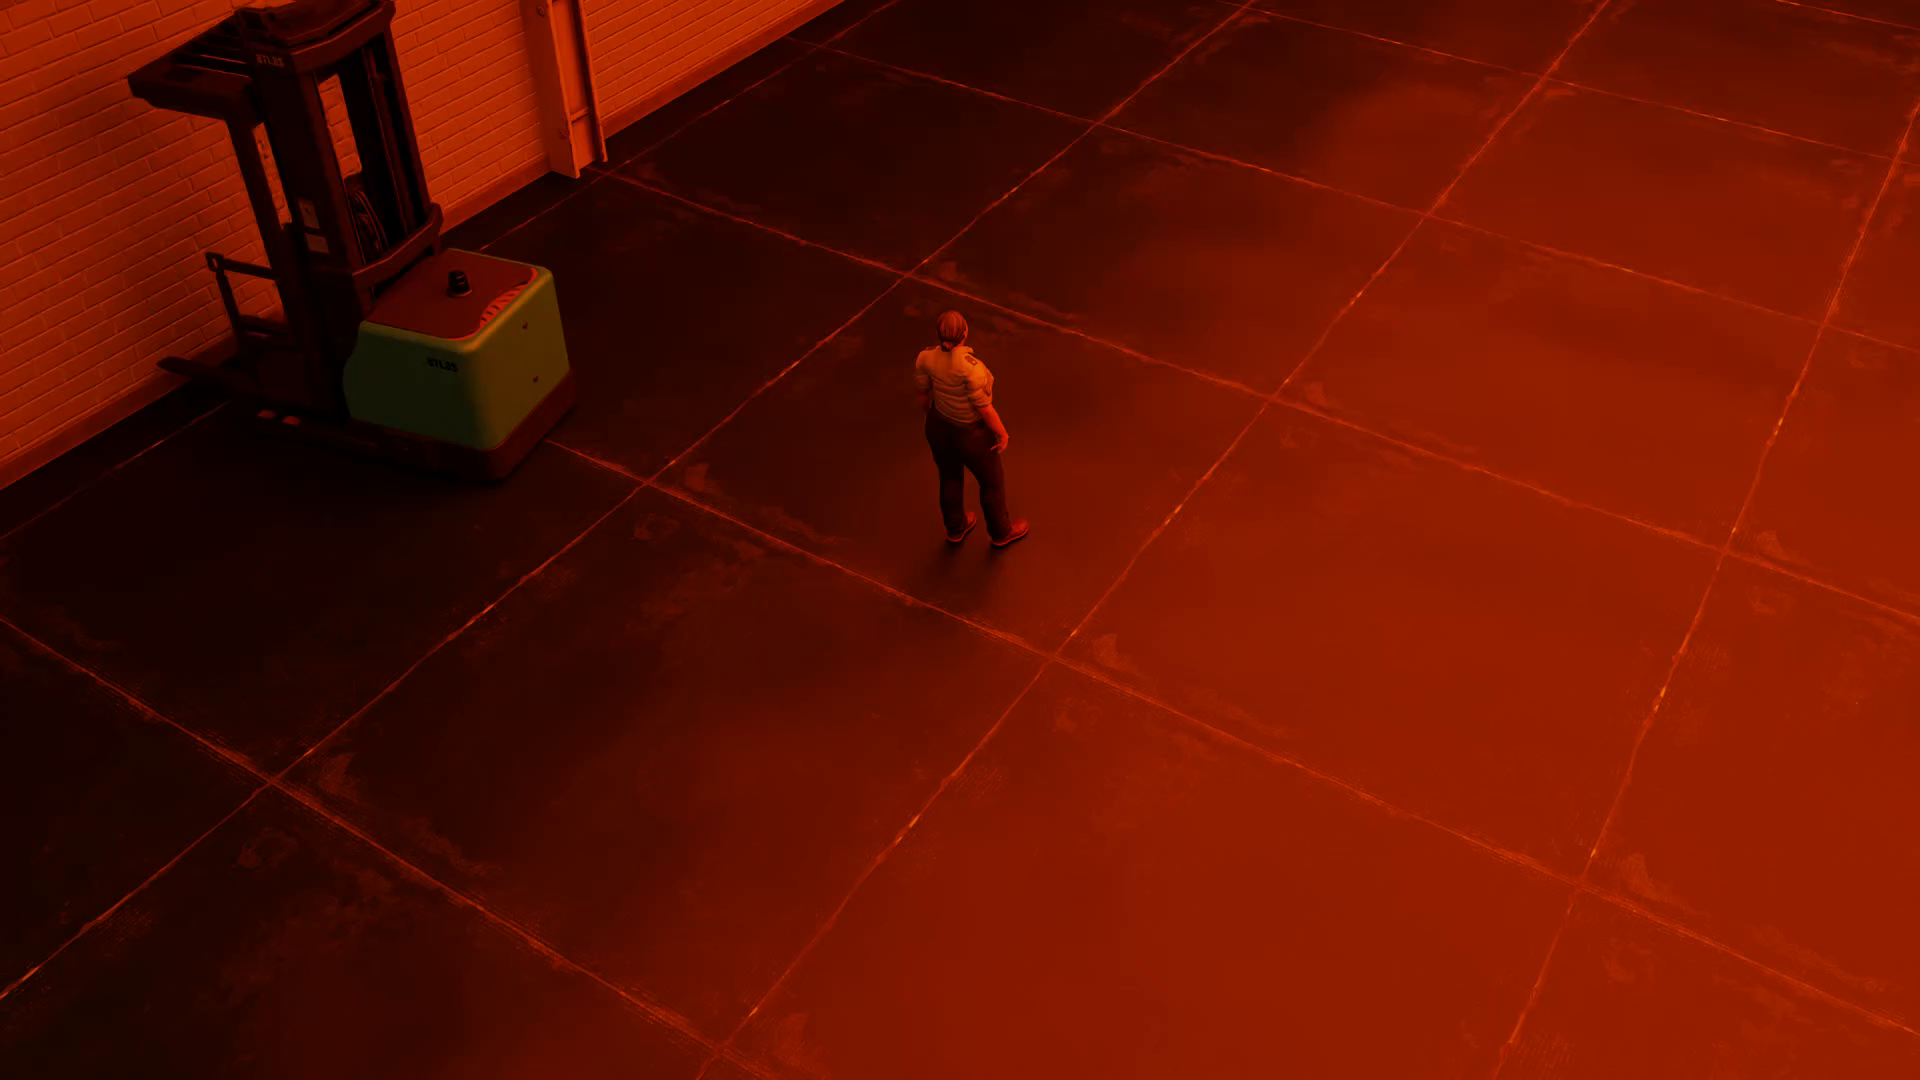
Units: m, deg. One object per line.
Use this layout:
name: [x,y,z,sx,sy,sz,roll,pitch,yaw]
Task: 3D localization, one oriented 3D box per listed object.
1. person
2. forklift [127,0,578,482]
person: [0.067,-0.676,9.744,0.598,1.651,0.503,22,45,24]
forklift: [-4.159,-2.078,10.419,3.031,2.935,1.130,13,42,15]
